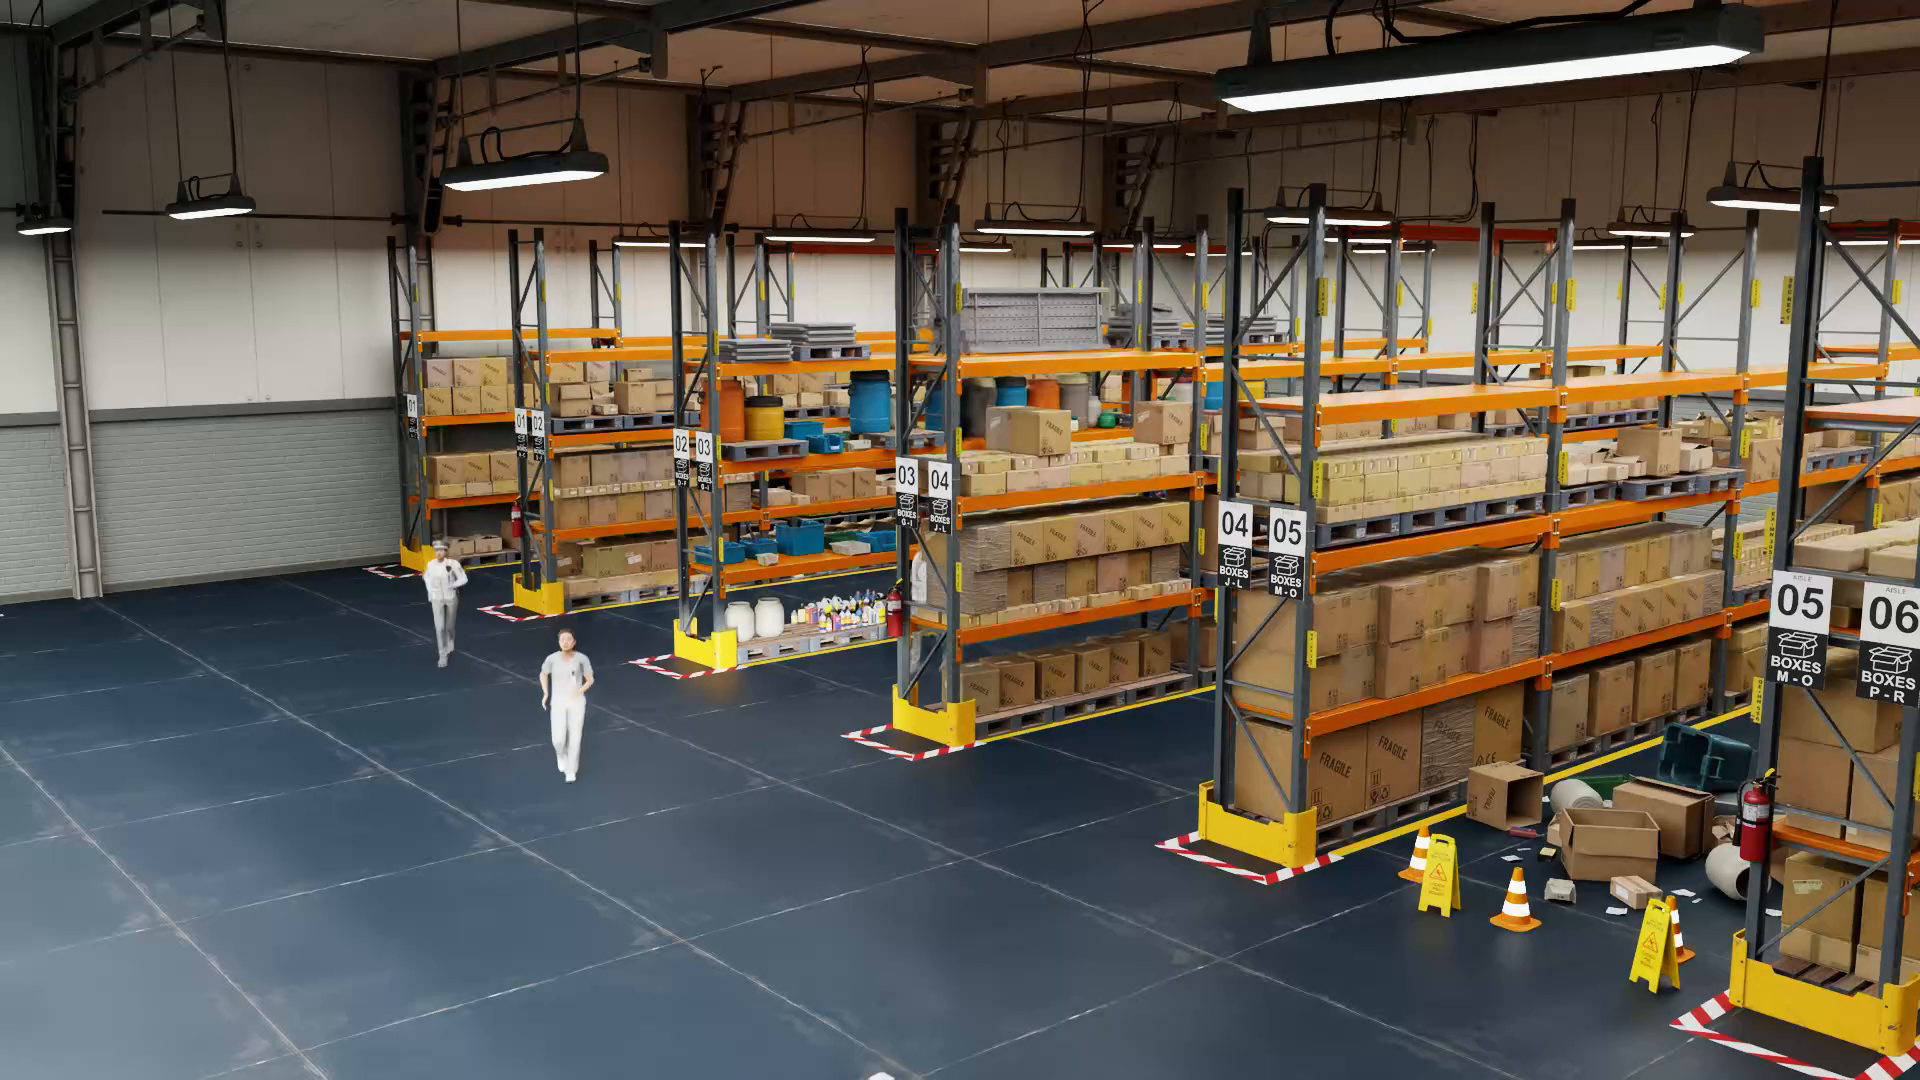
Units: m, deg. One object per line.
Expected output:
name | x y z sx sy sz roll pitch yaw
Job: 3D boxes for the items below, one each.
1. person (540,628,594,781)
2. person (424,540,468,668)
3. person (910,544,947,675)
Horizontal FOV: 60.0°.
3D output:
person | -4.076 1.729 17.251 0.565 1.617 0.545 -1 9 -9
person | -7.063 0.832 22.861 0.602 1.712 0.864 -1 9 -9
person | -0.419 0.797 20.983 0.826 1.825 0.678 -8 12 -44
